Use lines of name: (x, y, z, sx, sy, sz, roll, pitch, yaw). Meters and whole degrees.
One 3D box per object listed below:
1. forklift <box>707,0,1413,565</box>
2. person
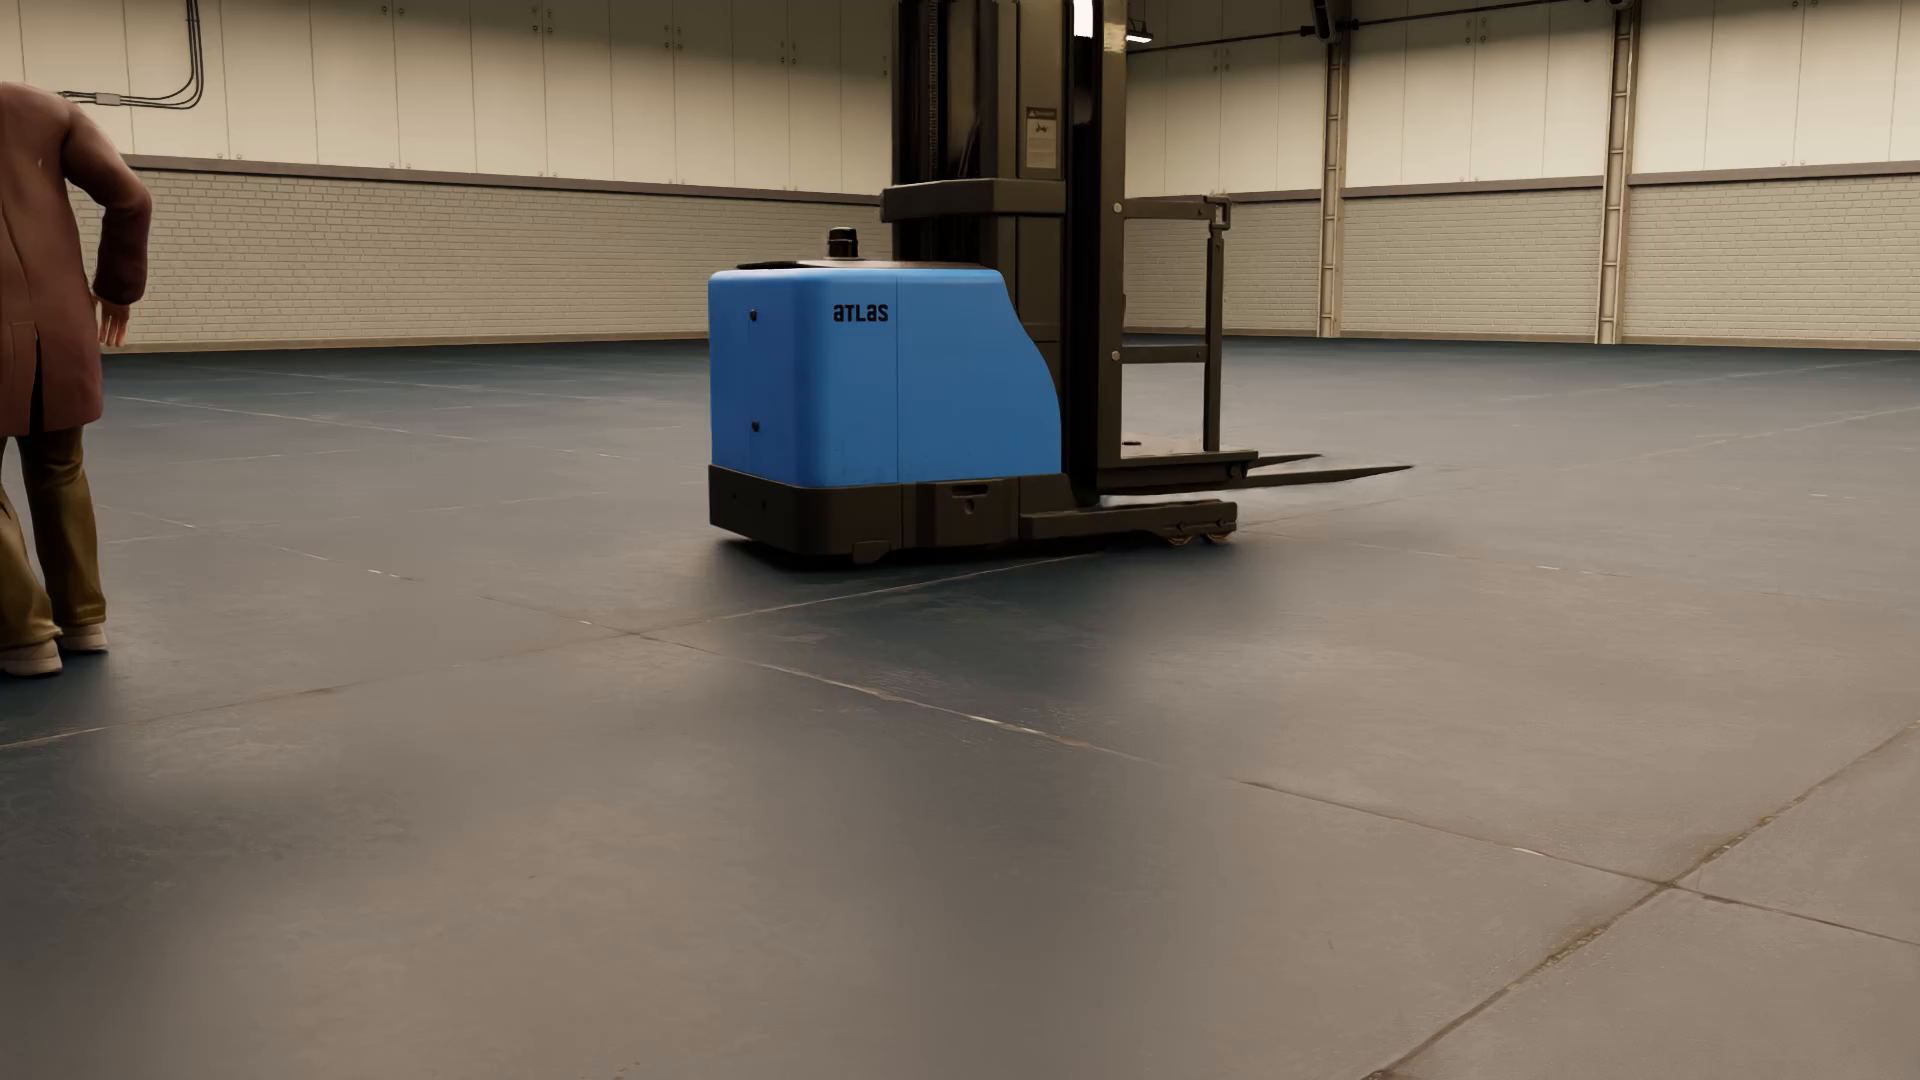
forklift: (0.534, -1.493, 6.791, 3.031, 2.935, 1.130, -5, 10, -28)
person: (-2.581, -0.534, 4.384, 0.556, 1.758, 0.796, 7, 11, 38)
